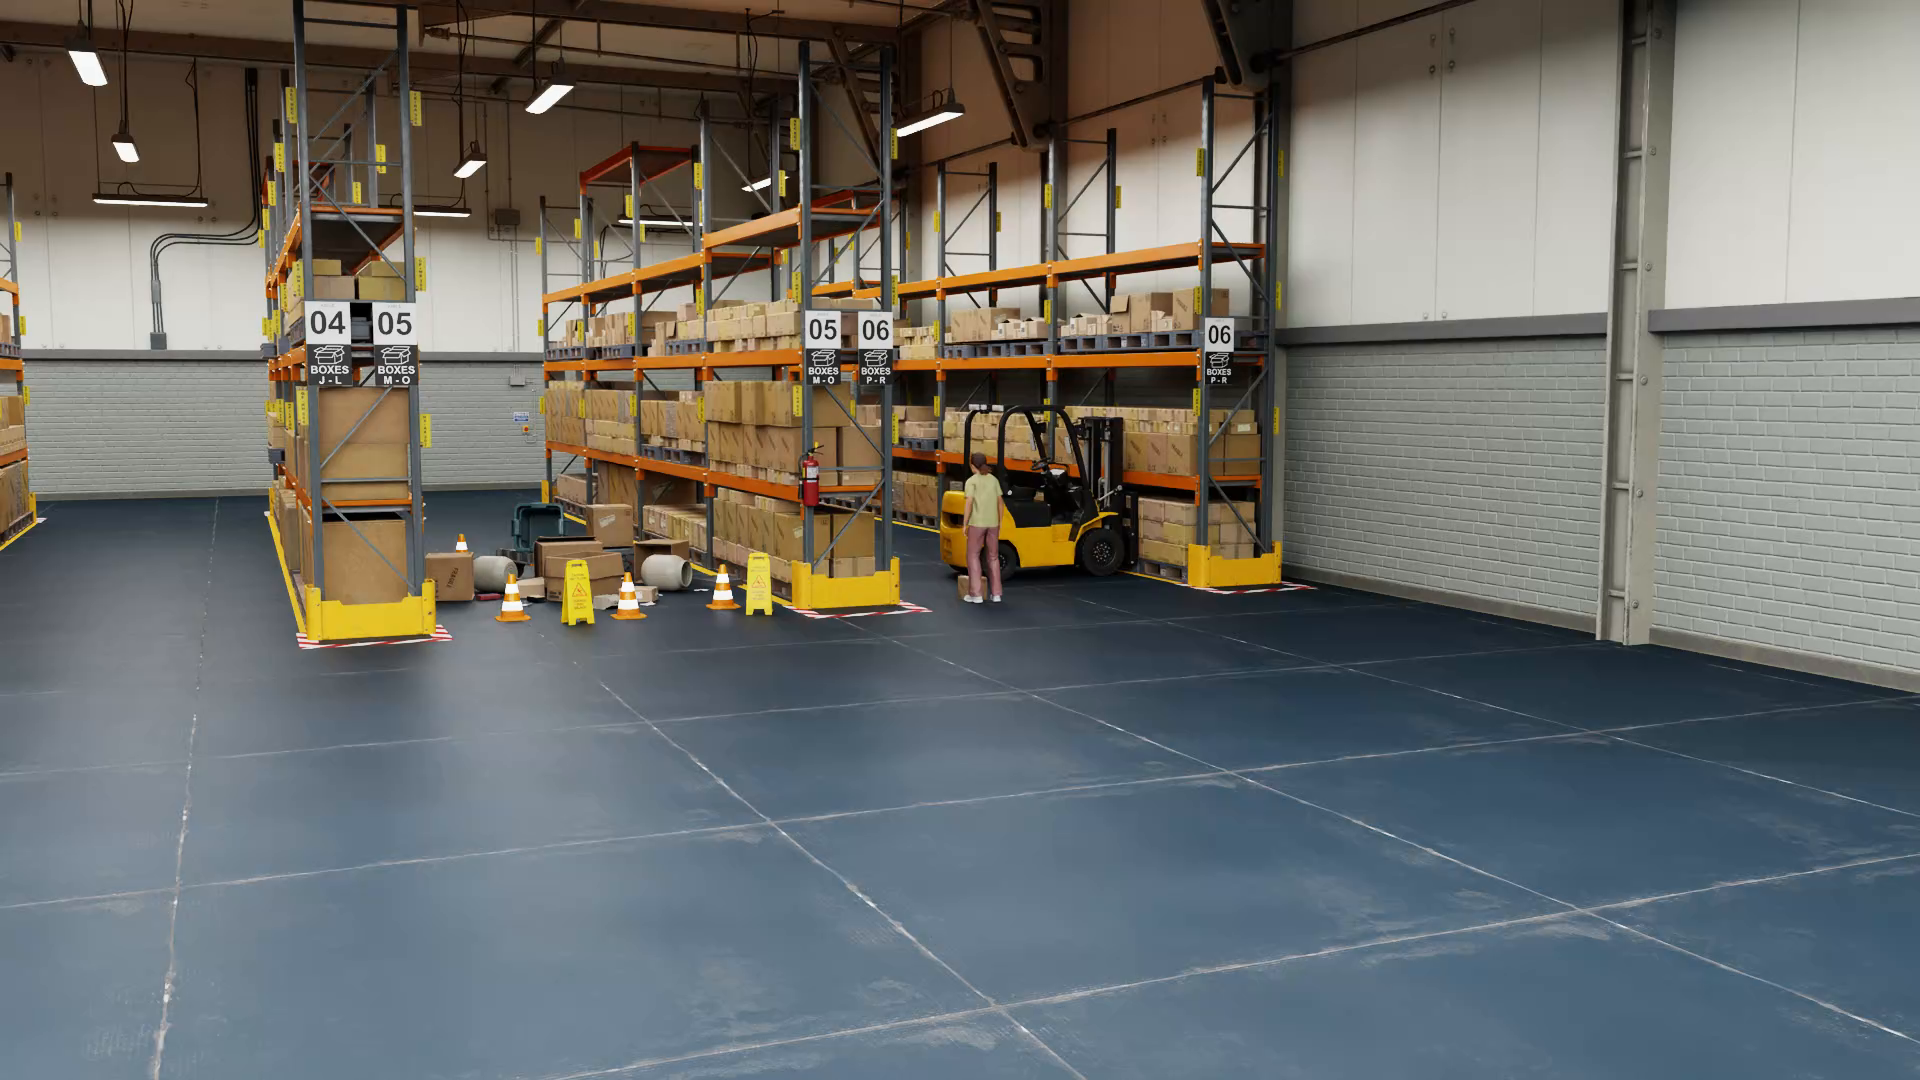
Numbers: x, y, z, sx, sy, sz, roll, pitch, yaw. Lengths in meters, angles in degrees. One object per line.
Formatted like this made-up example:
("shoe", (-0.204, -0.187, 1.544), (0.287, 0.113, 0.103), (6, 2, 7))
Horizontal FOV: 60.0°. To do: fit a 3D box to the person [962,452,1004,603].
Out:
("person", (0.247, -0.144, 18.476), (0.516, 1.671, 0.359), (-3, 6, -27))
